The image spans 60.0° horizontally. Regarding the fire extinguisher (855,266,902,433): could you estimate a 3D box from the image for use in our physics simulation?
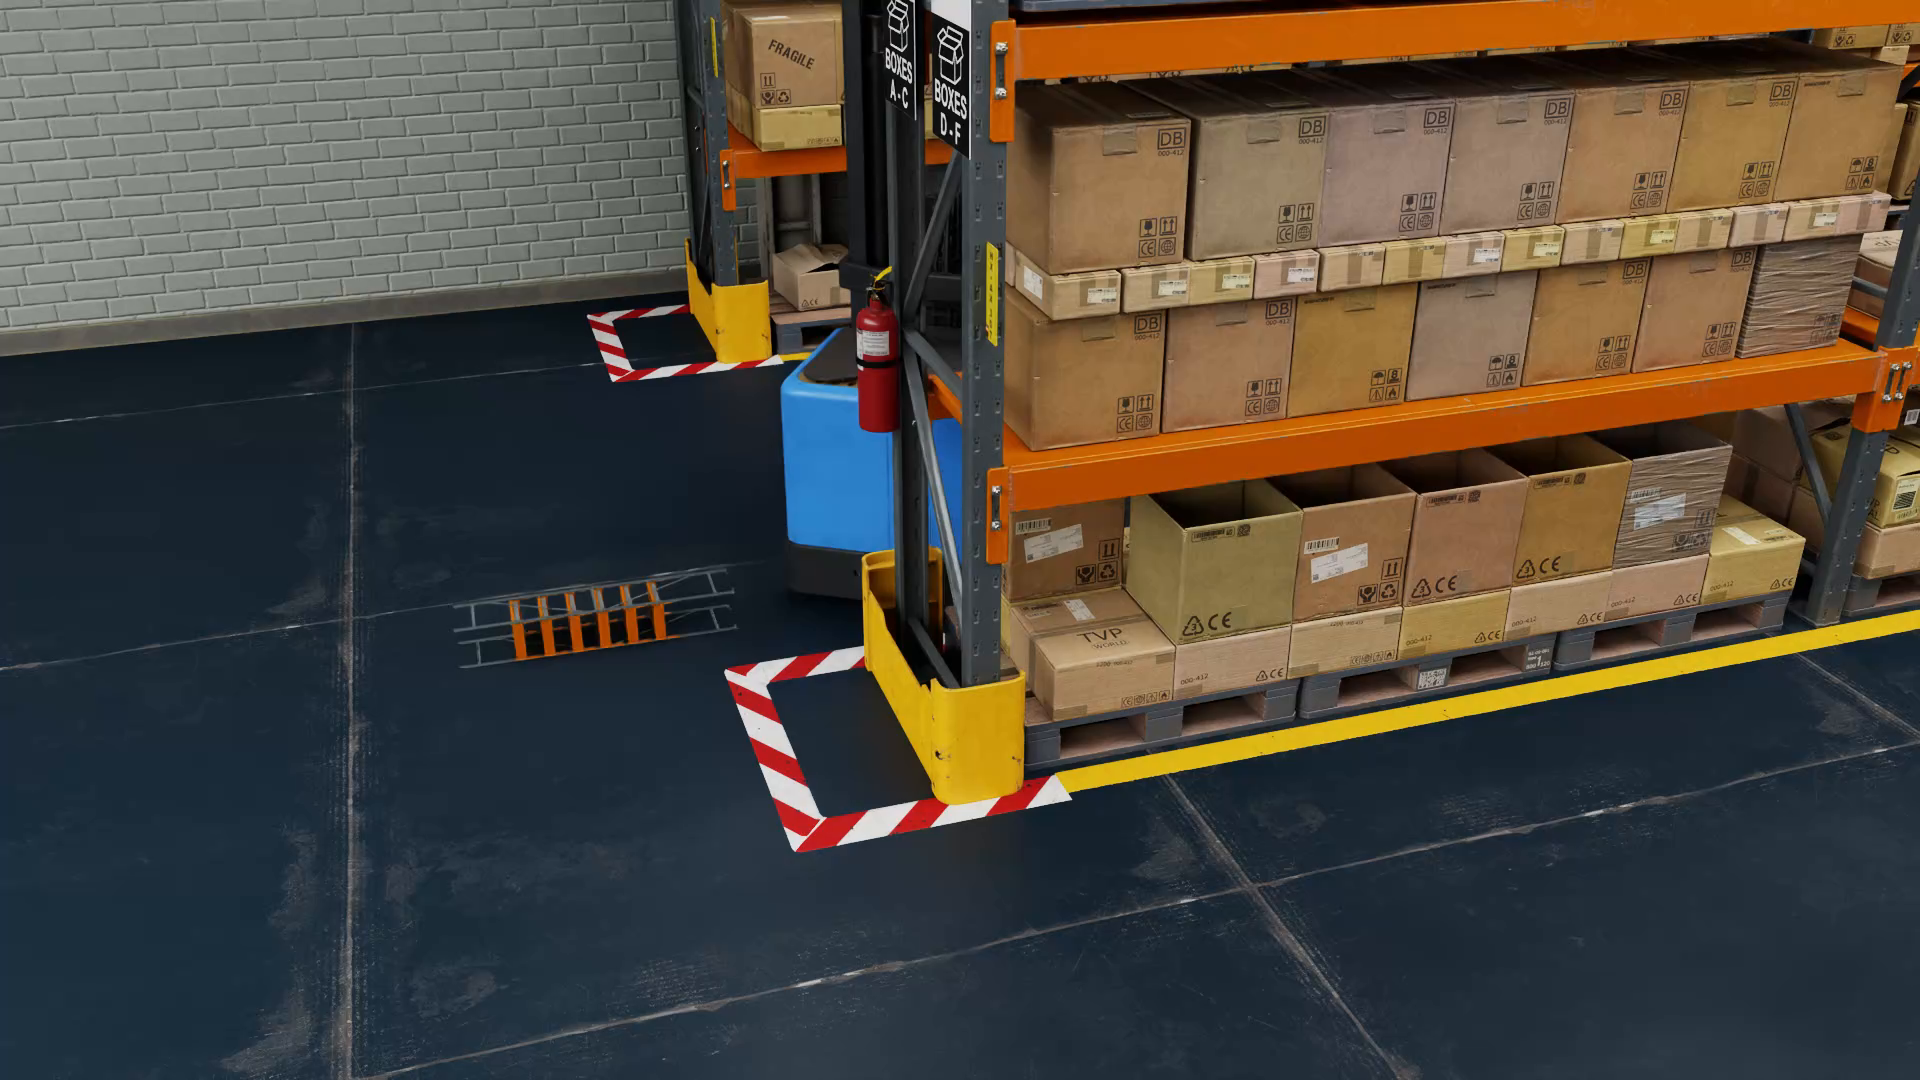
[{"bbox_3d":[-0.318,-0.760,6.494,0.183,0.674,0.296,-8,28,-16],"label":"fire extinguisher"}]

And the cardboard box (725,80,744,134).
[{"bbox_3d":[-1.215,-2.796,10.655,0.500,0.250,0.500,-8,27,-15],"label":"cardboard box"}]

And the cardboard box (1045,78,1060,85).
[{"bbox_3d":[0.401,-3.133,10.490,0.500,0.500,0.500,-7,27,-14],"label":"cardboard box"}]

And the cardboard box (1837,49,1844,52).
[{"bbox_3d":[6.392,-3.654,12.496,0.250,0.149,0.380,-9,28,-17],"label":"cardboard box"}]

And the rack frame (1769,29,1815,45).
[{"bbox_3d":[6.007,-3.810,12.551,0.127,3.000,1.000,-8,28,-16],"label":"rack frame"}]

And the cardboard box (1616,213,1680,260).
[{"bbox_3d":[2.581,-1.233,6.518,0.250,0.149,0.380,-8,28,-16],"label":"cardboard box"}]

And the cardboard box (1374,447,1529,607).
[{"bbox_3d":[1.944,-0.092,6.838,0.500,0.500,0.500,-8,28,-16],"label":"cardboard box"}]

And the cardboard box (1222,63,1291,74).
[{"bbox_3d":[1.850,-3.341,10.909,0.500,0.500,0.500,-8,28,-16],"label":"cardboard box"}]

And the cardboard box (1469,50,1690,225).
[{"bbox_3d":[2.365,-1.588,6.505,0.500,0.500,0.700,-8,28,-16],"label":"cardboard box"}]

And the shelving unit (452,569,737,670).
[{"bbox_3d":[-1.604,0.343,7.341,1.200,0.189,0.258,-8,27,-15],"label":"shelving unit"}]

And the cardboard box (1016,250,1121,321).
[{"bbox_3d":[0.378,-0.913,5.873,0.250,0.149,0.380,-8,28,-16],"label":"cardboard box"}]

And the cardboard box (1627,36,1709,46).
[{"bbox_3d":[5.041,-3.894,12.114,0.500,0.500,0.700,-11,28,-21],"label":"cardboard box"}]

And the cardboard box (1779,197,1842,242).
[{"bbox_3d":[3.314,-1.339,6.732,0.250,0.149,0.380,-9,28,-17],"label":"cardboard box"}]

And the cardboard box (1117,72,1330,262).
[{"bbox_3d":[0.935,-1.381,6.087,0.500,0.500,0.700,-9,28,-17],"label":"cardboard box"}]

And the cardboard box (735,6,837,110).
[{"bbox_3d":[-1.052,-2.924,10.070,0.500,0.500,0.500,-8,28,-16],"label":"cardboard box"}]

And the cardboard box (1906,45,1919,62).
[{"bbox_3d":[7.114,-3.772,12.735,0.250,0.149,0.380,-9,28,-17],"label":"cardboard box"}]

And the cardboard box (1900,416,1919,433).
[{"bbox_3d":[4.689,-0.391,7.654,0.500,0.311,0.500,-9,28,-17],"label":"cardboard box"}]

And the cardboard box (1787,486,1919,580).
[{"bbox_3d":[4.202,-0.072,7.642,0.500,0.250,0.500,-9,28,-17],"label":"cardboard box"}]

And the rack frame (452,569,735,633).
[{"bbox_3d":[-1.604,0.261,7.300,1.200,0.006,0.240,-8,27,-15],"label":"rack frame"}]

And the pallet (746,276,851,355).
[{"bbox_3d":[-0.744,-1.567,11.168,1.213,0.211,1.003,-8,28,-16],"label":"pallet"}]

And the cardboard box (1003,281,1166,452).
[{"bbox_3d":[0.386,-0.718,6.210,0.500,0.500,0.700,-8,28,-16],"label":"cardboard box"}]

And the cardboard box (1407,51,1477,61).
[{"bbox_3d":[3.232,-3.630,11.582,0.500,0.500,0.700,-5,27,-11],"label":"cardboard box"}]

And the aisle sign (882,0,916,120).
[{"bbox_3d":[-0.215,-1.894,5.768,0.004,0.787,0.394,-8,28,-16],"label":"aisle sign"}]

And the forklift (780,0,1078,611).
[{"bbox_3d":[0.066,-1.611,8.200,1.130,2.935,3.031,7,27,13],"label":"forklift"}]

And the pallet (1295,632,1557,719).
[{"bbox_3d":[1.810,0.345,7.317,1.213,0.211,1.003,-8,28,-16],"label":"pallet"}]

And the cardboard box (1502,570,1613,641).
[{"bbox_3d":[2.419,0.175,7.145,0.500,0.250,0.500,-8,28,-16],"label":"cardboard box"}]

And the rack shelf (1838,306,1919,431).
[{"bbox_3d":[5.643,-1.118,7.938,4.000,0.370,1.077,-8,28,-16],"label":"rack shelf"}]

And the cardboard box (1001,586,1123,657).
[{"bbox_3d":[0.357,0.231,7.032,0.500,0.250,0.500,-8,28,-16],"label":"cardboard box"}]

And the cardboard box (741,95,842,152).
[{"bbox_3d":[-1.037,-2.583,10.226,0.500,0.250,0.500,-9,28,-18],"label":"cardboard box"}]

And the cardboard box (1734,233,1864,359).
[{"bbox_3d":[3.322,-1.146,7.073,0.500,0.500,0.700,-9,28,-17],"label":"cardboard box"}]

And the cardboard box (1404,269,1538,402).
[{"bbox_3d":[1.857,-0.932,6.642,0.500,0.500,0.700,-7,27,-15],"label":"cardboard box"}]

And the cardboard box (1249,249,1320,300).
[{"bbox_3d":[1.106,-1.018,6.084,0.250,0.149,0.380,-9,28,-17],"label":"cardboard box"}]

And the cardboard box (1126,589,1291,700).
[{"bbox_3d":[0.991,0.379,6.733,0.500,0.250,0.500,-8,28,-16],"label":"cardboard box"}]

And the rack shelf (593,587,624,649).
[{"bbox_3d":[-1.562,0.337,7.353,0.103,0.180,0.258,-8,27,-15],"label":"rack shelf"}]

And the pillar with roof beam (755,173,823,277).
[{"bbox_3d":[0.131,-4.037,6.262,0.400,9.000,9.100,-8,28,-16],"label":"pillar with roof beam"}]

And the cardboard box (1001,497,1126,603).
[{"bbox_3d":[0.356,-0.106,6.867,0.500,0.500,0.500,-8,28,-16],"label":"cardboard box"}]

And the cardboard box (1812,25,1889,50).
[{"bbox_3d":[6.548,-3.955,12.375,0.500,0.500,0.500,-7,27,-15],"label":"cardboard box"}]

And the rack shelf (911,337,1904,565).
[{"bbox_3d":[1.840,-0.567,6.829,4.000,0.370,1.077,-8,28,-16],"label":"rack shelf"}]

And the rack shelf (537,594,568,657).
[{"bbox_3d":[-1.791,0.369,7.290,0.103,0.180,0.258,-8,27,-15],"label":"rack shelf"}]

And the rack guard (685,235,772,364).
[{"bbox_3d":[-1.527,-1.599,10.909,0.348,0.500,1.175,-8,28,-16],"label":"rack guard"}]

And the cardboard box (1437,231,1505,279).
[{"bbox_3d":[1.840,-1.124,6.298,0.250,0.149,0.380,-8,27,-16],"label":"cardboard box"}]
